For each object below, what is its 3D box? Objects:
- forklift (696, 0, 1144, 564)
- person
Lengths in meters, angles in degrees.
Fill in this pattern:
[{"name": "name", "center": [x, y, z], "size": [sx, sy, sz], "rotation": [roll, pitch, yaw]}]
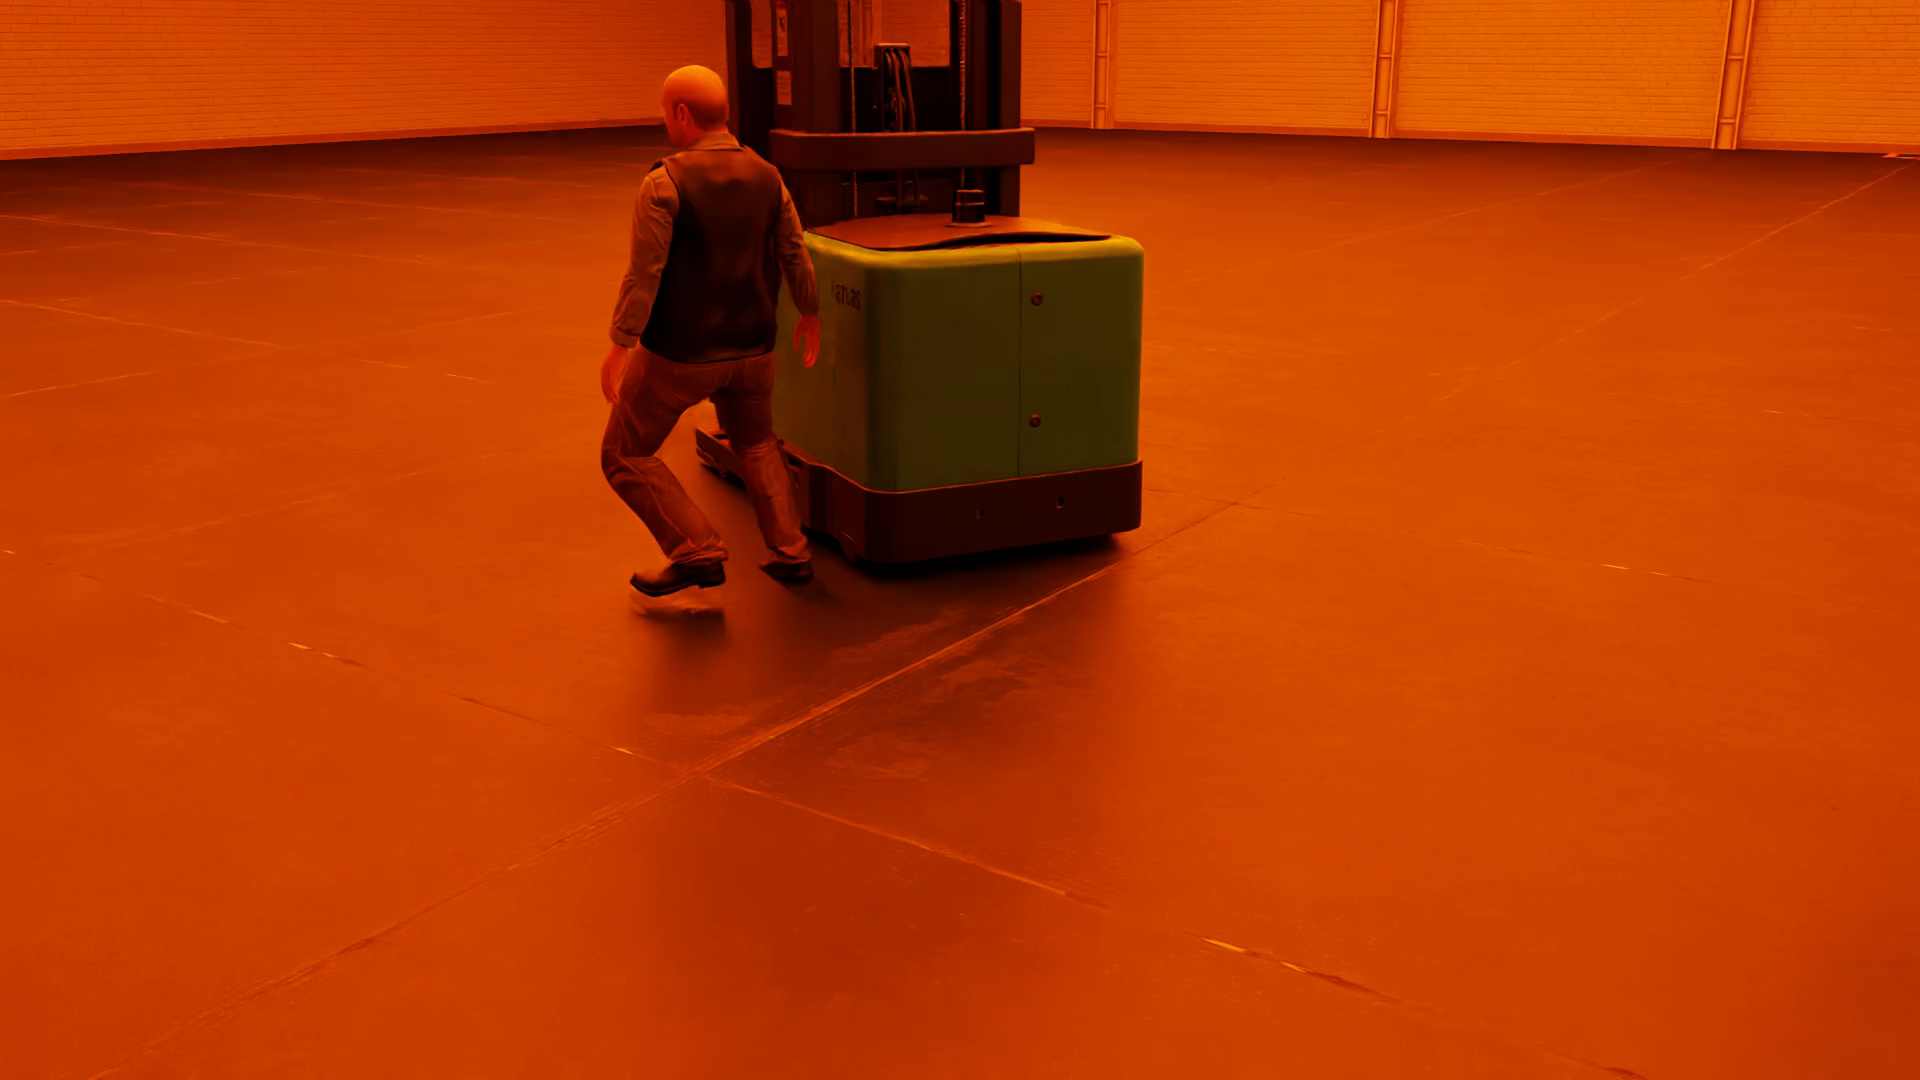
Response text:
[{"name": "forklift", "center": [-0.454, -1.704, 6.529], "size": [1.130, 2.935, 3.031], "rotation": [-8, 18, -24]}, {"name": "person", "center": [-0.754, -0.615, 5.208], "size": [0.822, 1.678, 0.443], "rotation": [-13, 21, -37]}]
